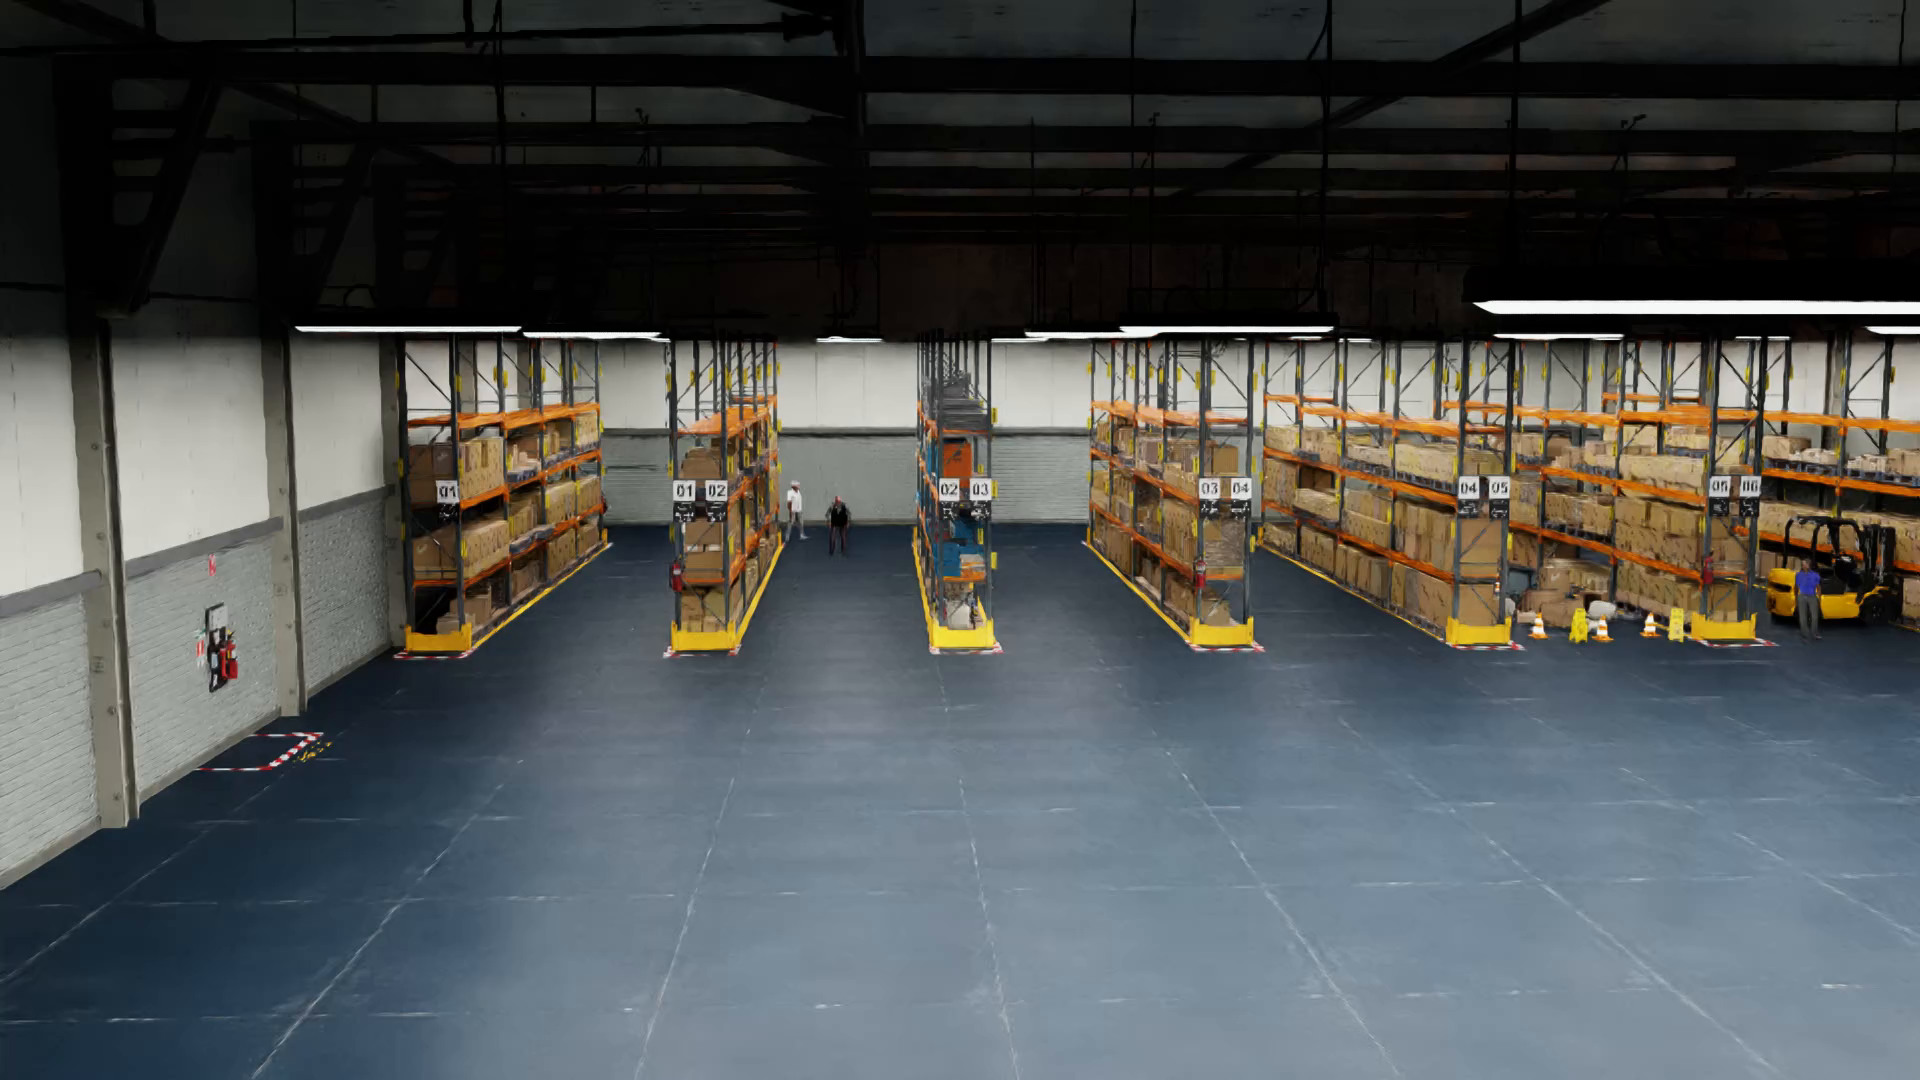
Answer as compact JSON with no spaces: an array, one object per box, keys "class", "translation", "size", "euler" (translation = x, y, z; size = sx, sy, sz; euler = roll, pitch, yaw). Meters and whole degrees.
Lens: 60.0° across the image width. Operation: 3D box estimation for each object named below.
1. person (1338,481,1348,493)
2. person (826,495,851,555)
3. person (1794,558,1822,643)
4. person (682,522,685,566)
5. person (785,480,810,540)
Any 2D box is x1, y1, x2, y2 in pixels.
[{"class":"person","translation":[11.689,-1.022,50.637],"size":[0.463,1.586,0.512],"euler":[5,8,35]},{"class":"person","translation":[-3.292,-0.410,45.078],"size":[0.677,1.674,0.532],"euler":[-1,7,-5]},{"class":"person","translation":[16.314,1.156,31.951],"size":[0.522,1.634,0.506],"euler":[4,8,32]},{"class":"person","translation":[-6.956,-0.210,43.123],"size":[0.542,1.700,1.119],"euler":[-1,7,-5]},{"class":"person","translation":[-4.791,-0.889,48.605],"size":[0.535,1.758,0.727],"euler":[4,8,33]}]
